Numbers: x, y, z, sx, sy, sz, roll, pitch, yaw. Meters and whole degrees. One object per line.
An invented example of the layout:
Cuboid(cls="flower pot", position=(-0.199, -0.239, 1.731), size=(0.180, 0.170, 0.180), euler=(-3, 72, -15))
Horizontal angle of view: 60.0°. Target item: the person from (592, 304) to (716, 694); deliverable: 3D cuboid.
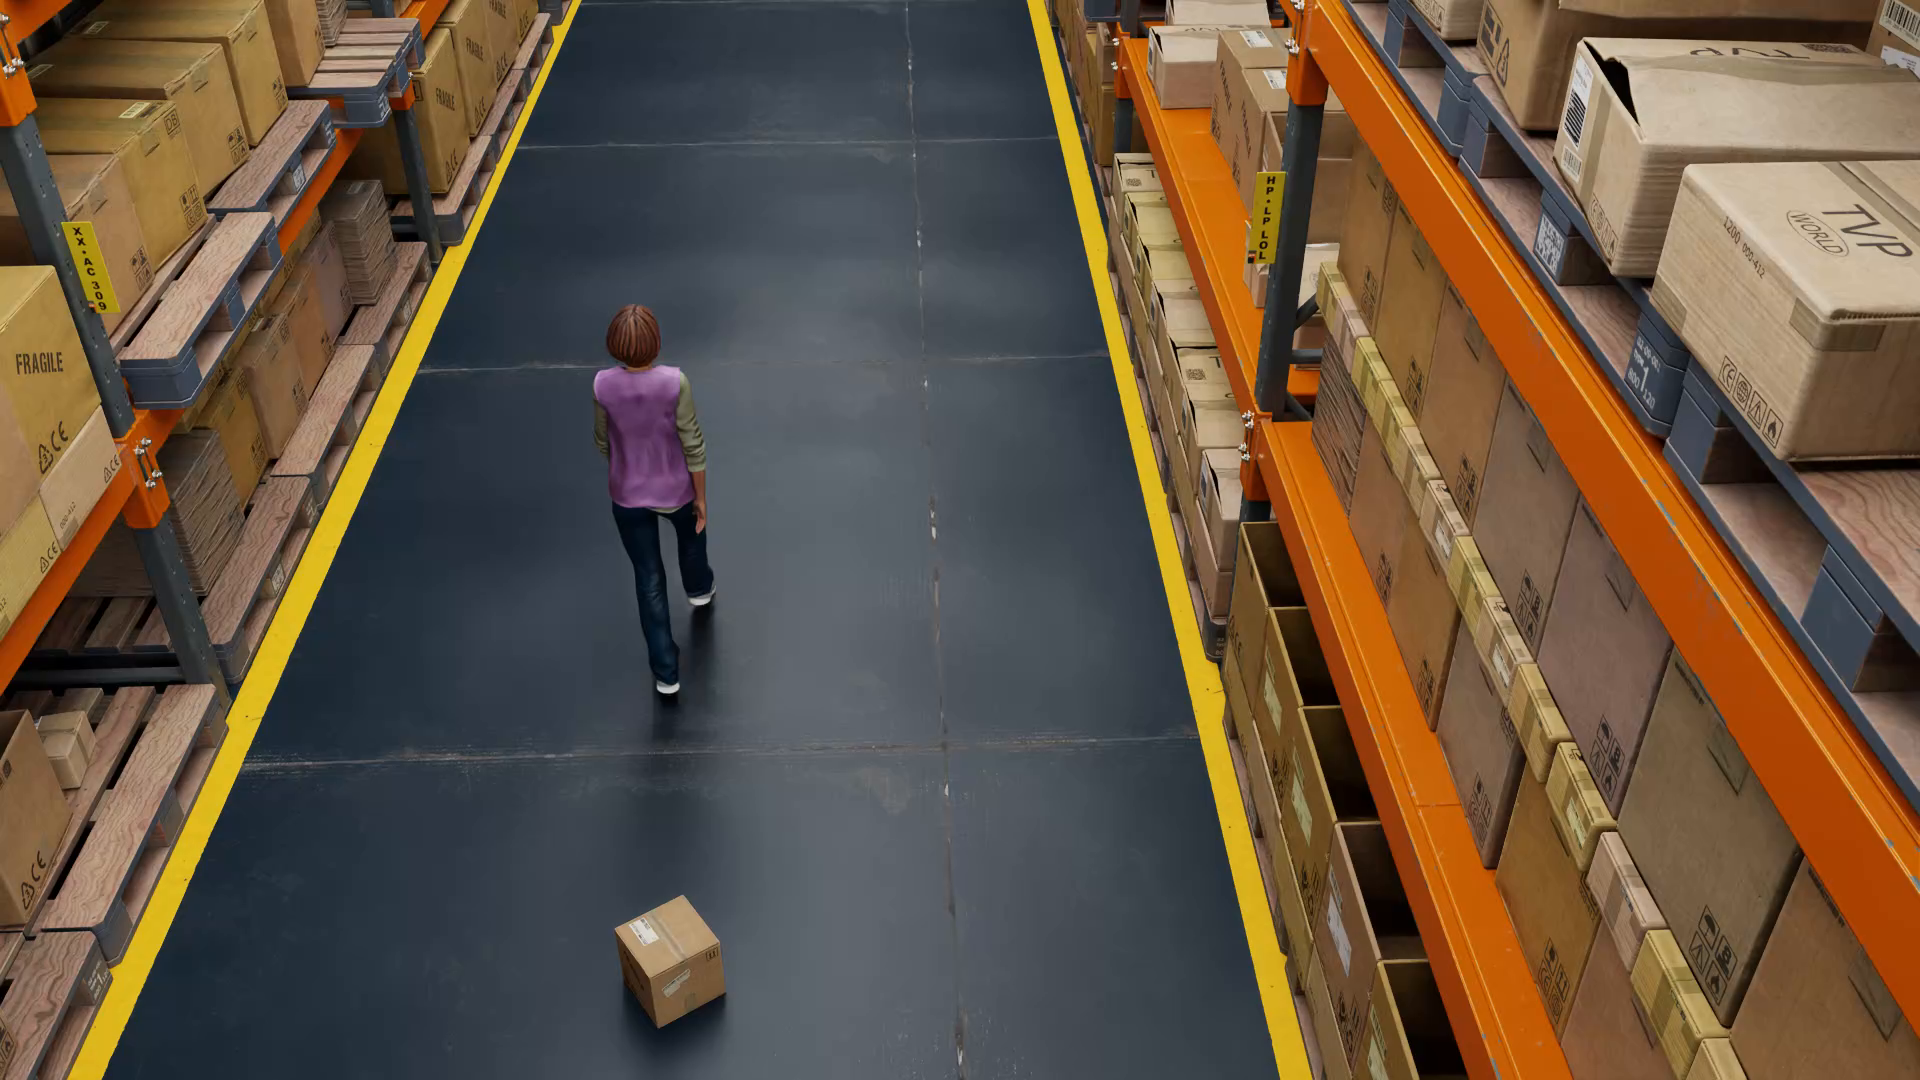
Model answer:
Cuboid(cls="person", position=(-1.178, -0.222, 6.448), size=(0.428, 1.584, 0.827), euler=(-4, 36, -5))
